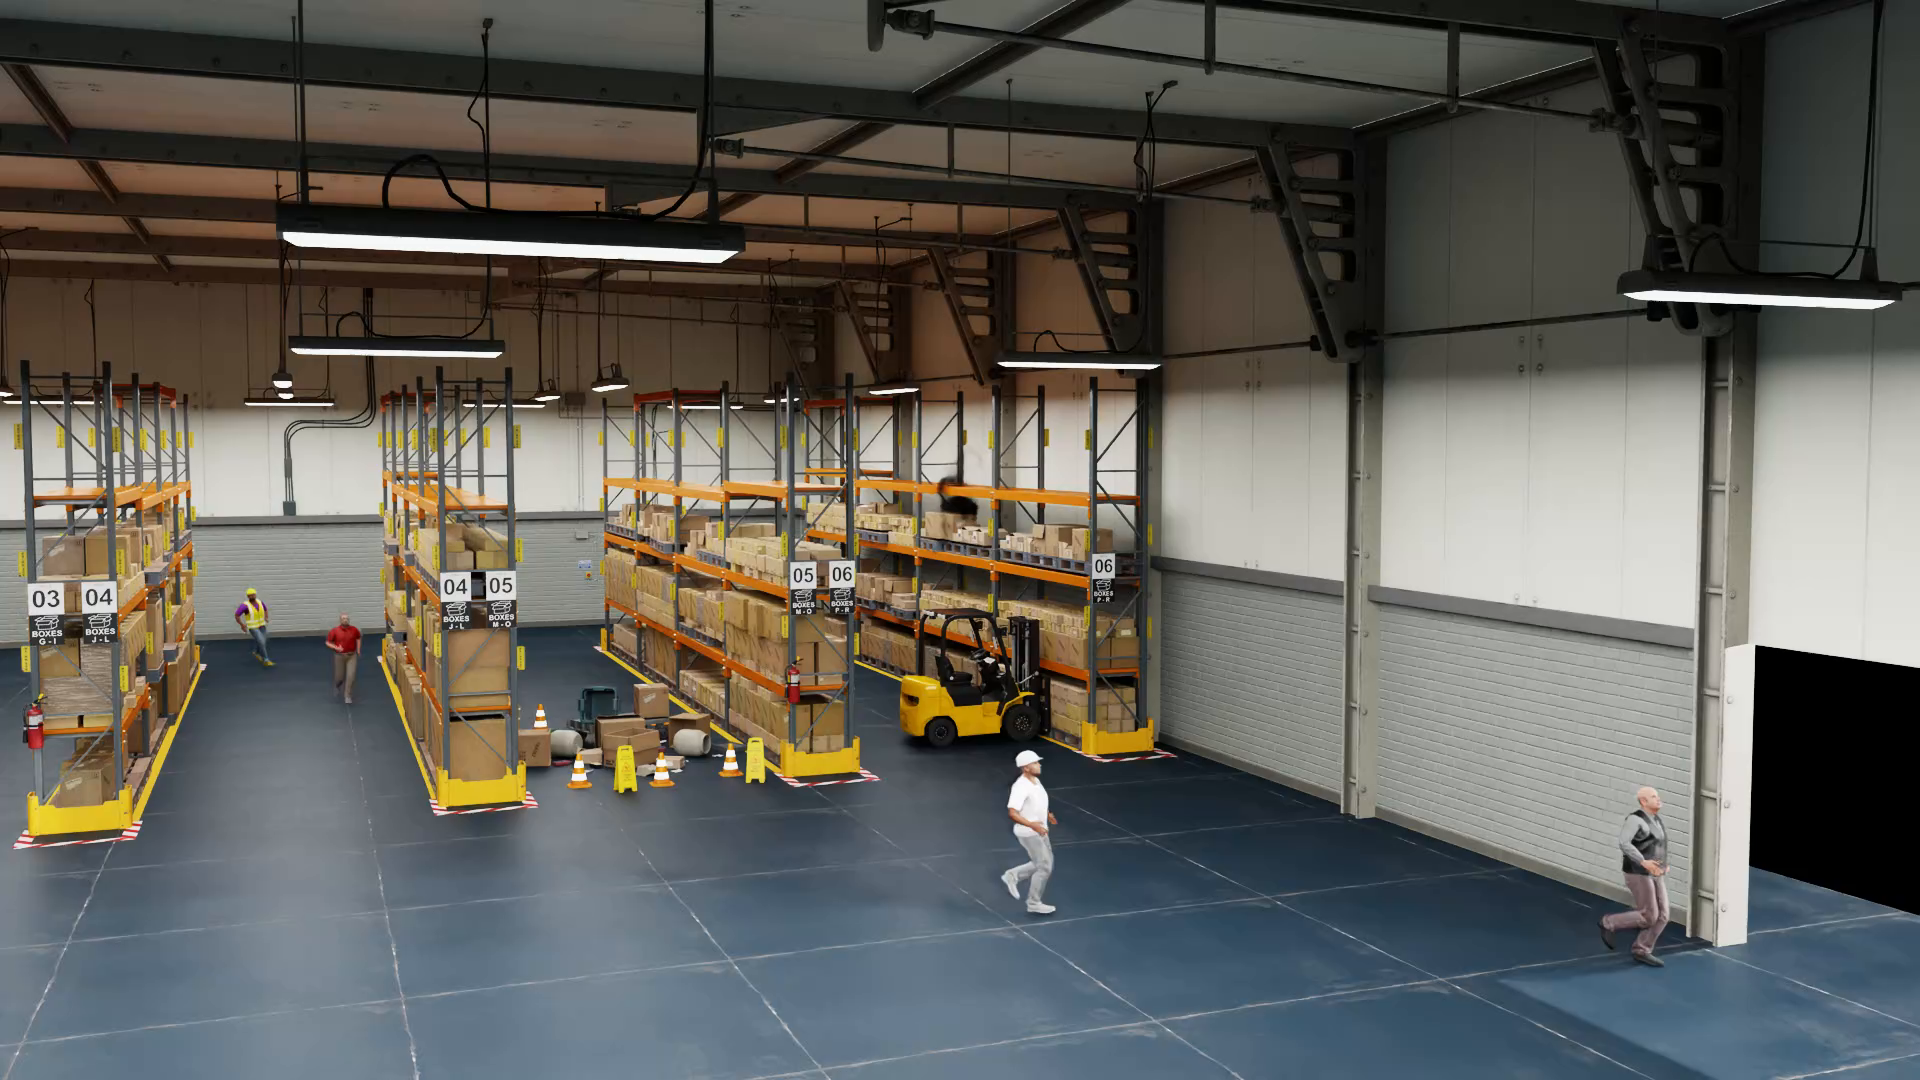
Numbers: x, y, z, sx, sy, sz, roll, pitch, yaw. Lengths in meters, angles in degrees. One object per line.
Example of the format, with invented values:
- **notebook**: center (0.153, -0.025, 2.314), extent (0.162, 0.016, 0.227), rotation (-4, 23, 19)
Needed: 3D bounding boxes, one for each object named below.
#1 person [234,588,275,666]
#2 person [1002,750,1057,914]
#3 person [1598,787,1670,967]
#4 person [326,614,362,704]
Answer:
- **person**: center (-15.586, 1.925, 36.695), extent (0.837, 1.733, 0.762), rotation (2, 4, 34)
- **person**: center (0.716, 3.084, 17.609), extent (0.625, 1.716, 0.700), rotation (1, 4, 19)
- **person**: center (6.544, 3.207, 16.018), extent (0.686, 1.686, 0.622), rotation (-3, 5, -43)
- **person**: center (-11.734, 2.246, 31.719), extent (0.672, 1.691, 0.746), rotation (-2, 4, -32)
